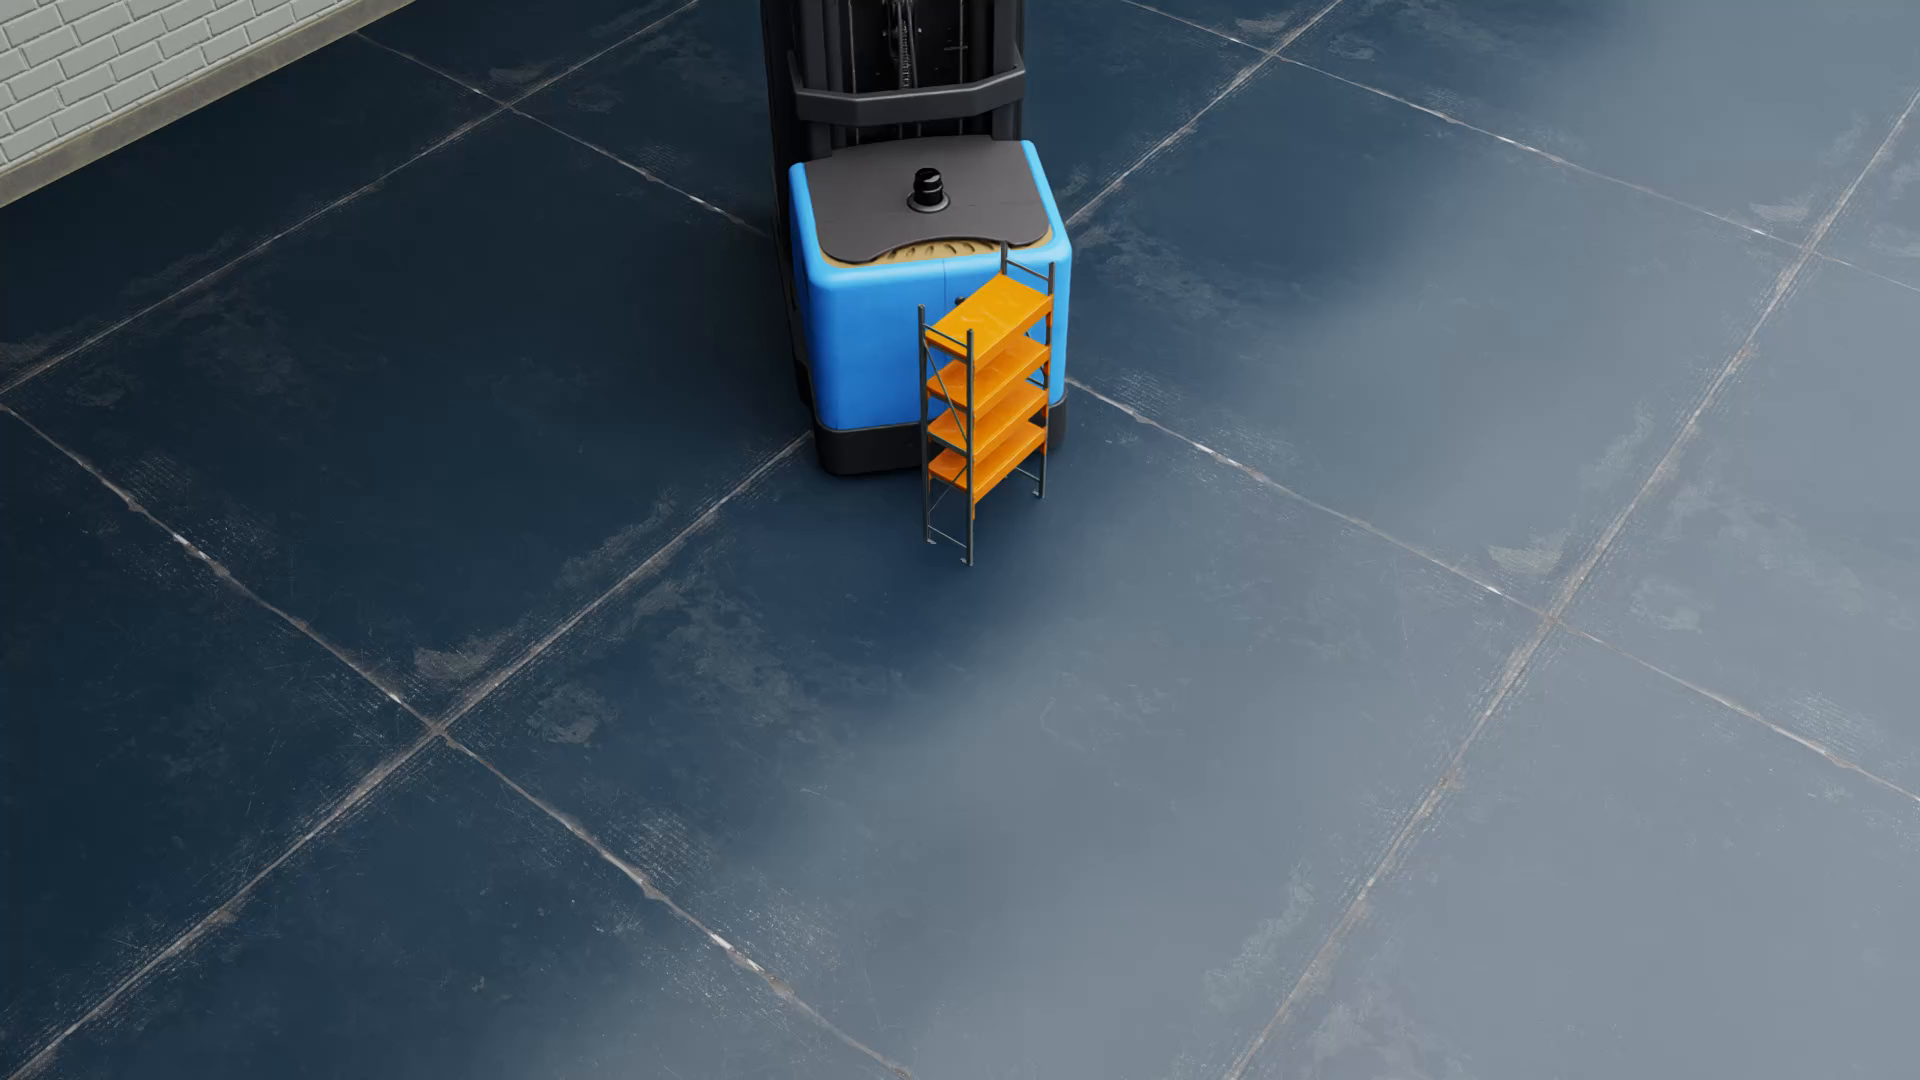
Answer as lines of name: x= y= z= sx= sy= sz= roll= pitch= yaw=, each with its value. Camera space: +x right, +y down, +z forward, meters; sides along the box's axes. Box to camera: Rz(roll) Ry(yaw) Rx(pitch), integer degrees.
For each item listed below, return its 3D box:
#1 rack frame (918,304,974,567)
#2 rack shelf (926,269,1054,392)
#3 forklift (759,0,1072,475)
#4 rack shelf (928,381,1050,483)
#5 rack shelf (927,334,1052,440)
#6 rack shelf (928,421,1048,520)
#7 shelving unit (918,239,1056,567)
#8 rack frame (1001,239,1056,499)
rack frame: x=-0.049 y=-0.365 z=6.268 sx=0.240 sy=1.200 sz=0.015 roll=29 pitch=53 yaw=25
rack shelf: x=0.101 y=-0.775 z=6.117 sx=0.258 sy=0.148 sz=0.480 roll=29 pitch=53 yaw=25
forklift: x=-0.316 y=-2.365 z=6.982 sx=1.130 sy=2.935 sz=3.031 roll=-7 pitch=47 yaw=-7
rack shelf: x=0.102 y=-0.457 z=6.449 sx=0.258 sy=0.148 sz=0.480 roll=29 pitch=53 yaw=25
rack shelf: x=0.101 y=-0.612 z=6.288 sx=0.258 sy=0.148 sz=0.480 roll=29 pitch=53 yaw=25
rack shelf: x=0.102 y=-0.320 z=6.593 sx=0.258 sy=0.148 sz=0.480 roll=29 pitch=53 yaw=25
shelving unit: x=0.101 y=-0.503 z=6.401 sx=0.258 sy=1.200 sz=0.503 roll=29 pitch=53 yaw=25
rack frame: x=0.252 y=-0.642 z=6.533 sx=0.240 sy=1.200 sz=0.015 roll=29 pitch=53 yaw=25
